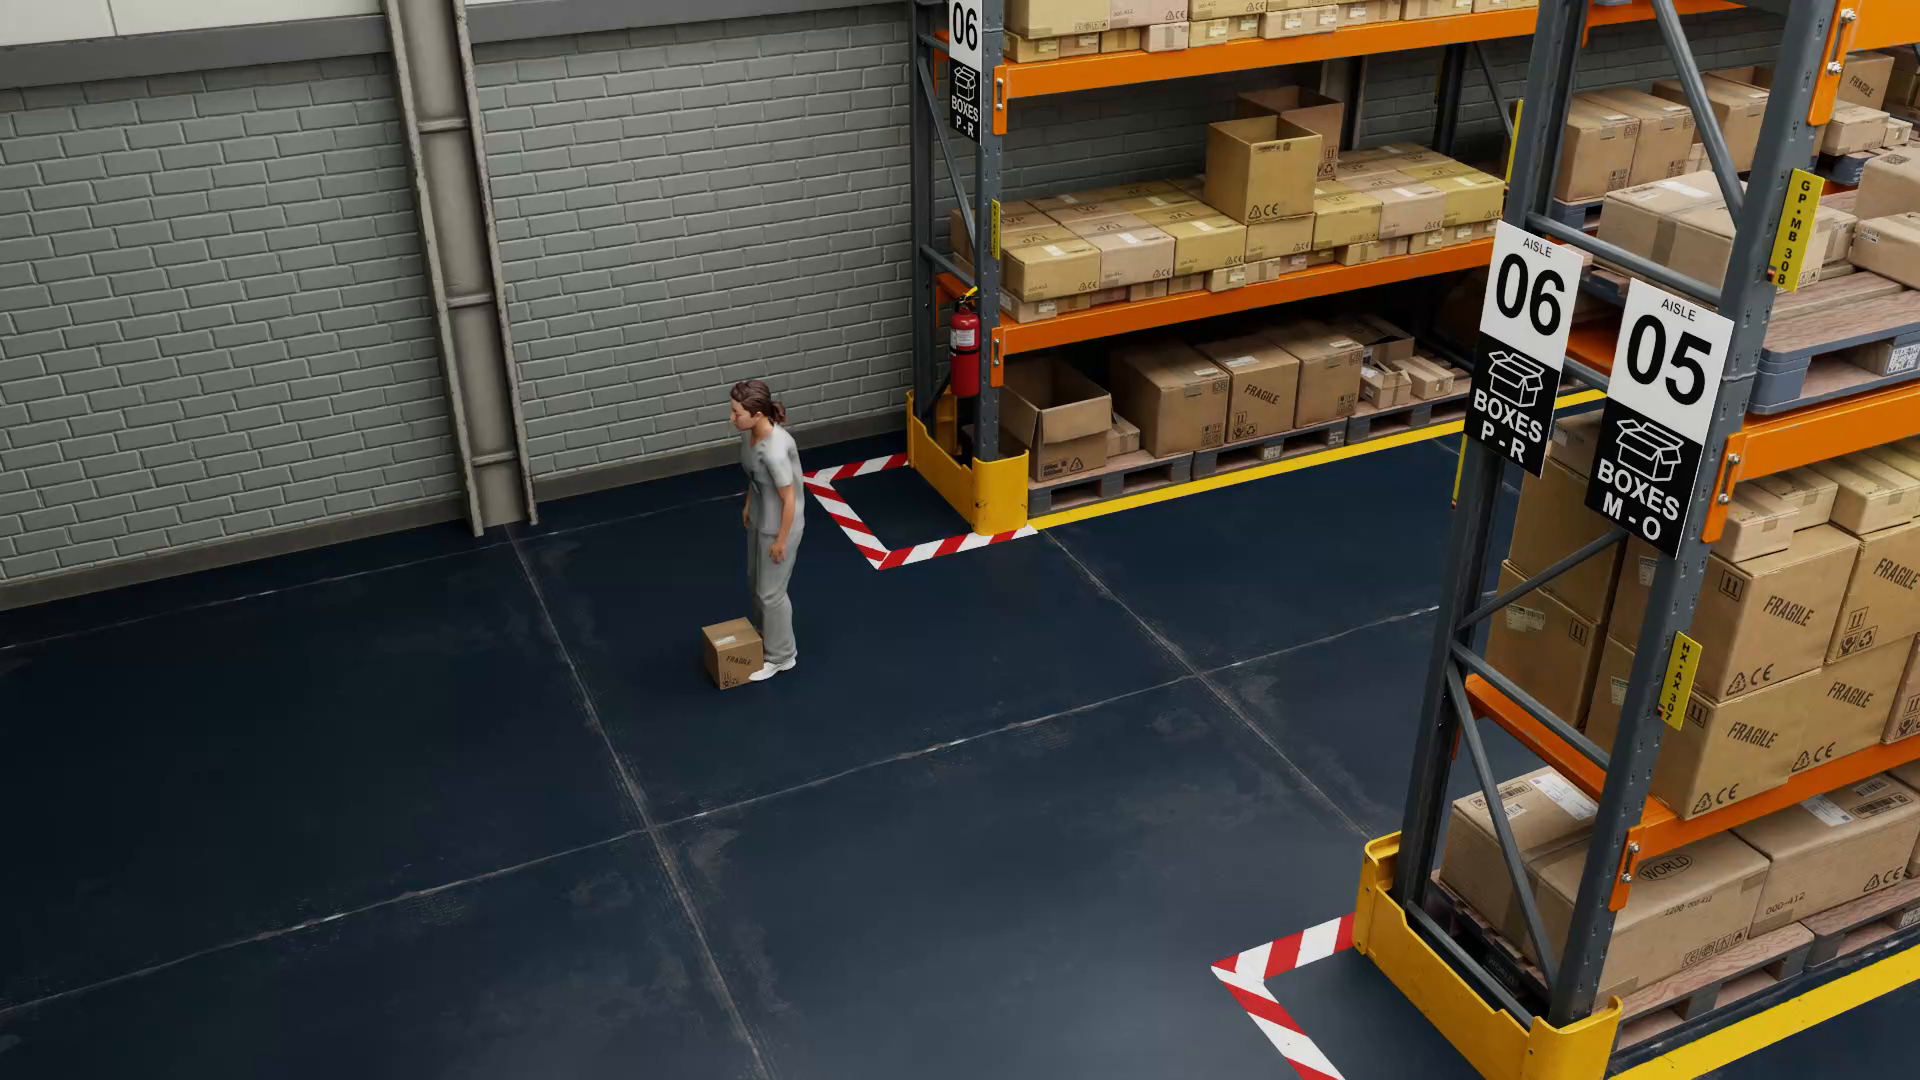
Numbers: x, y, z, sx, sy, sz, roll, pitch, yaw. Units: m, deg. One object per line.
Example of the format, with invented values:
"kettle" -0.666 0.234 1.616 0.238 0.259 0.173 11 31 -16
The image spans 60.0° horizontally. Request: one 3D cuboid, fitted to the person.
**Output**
"person" -1.009 -0.060 8.575 0.404 1.652 0.492 -13 32 -22
